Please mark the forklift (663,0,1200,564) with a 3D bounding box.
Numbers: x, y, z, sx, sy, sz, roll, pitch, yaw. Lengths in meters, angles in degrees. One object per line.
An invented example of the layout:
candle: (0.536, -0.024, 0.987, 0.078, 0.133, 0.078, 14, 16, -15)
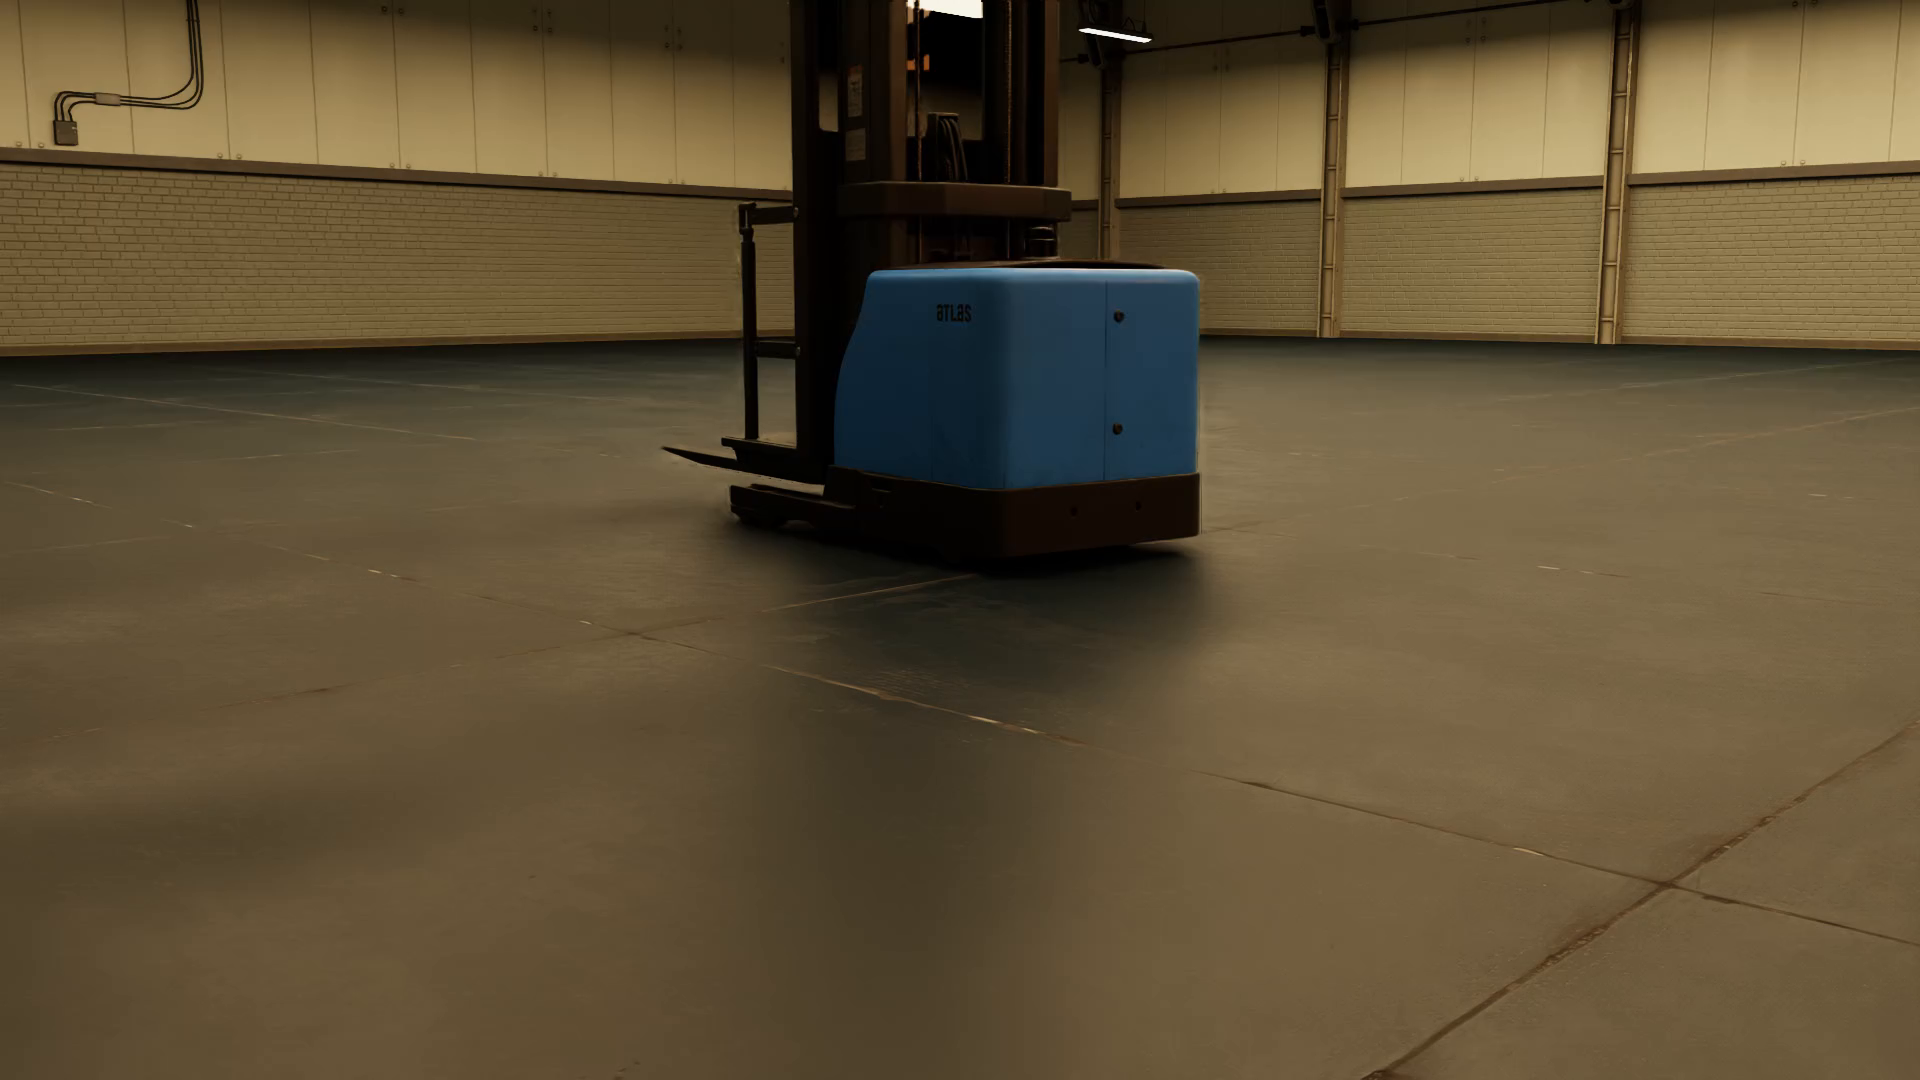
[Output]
forklift: (-0.341, -1.538, 7.085, 1.130, 2.935, 3.031, -6, 10, -35)
